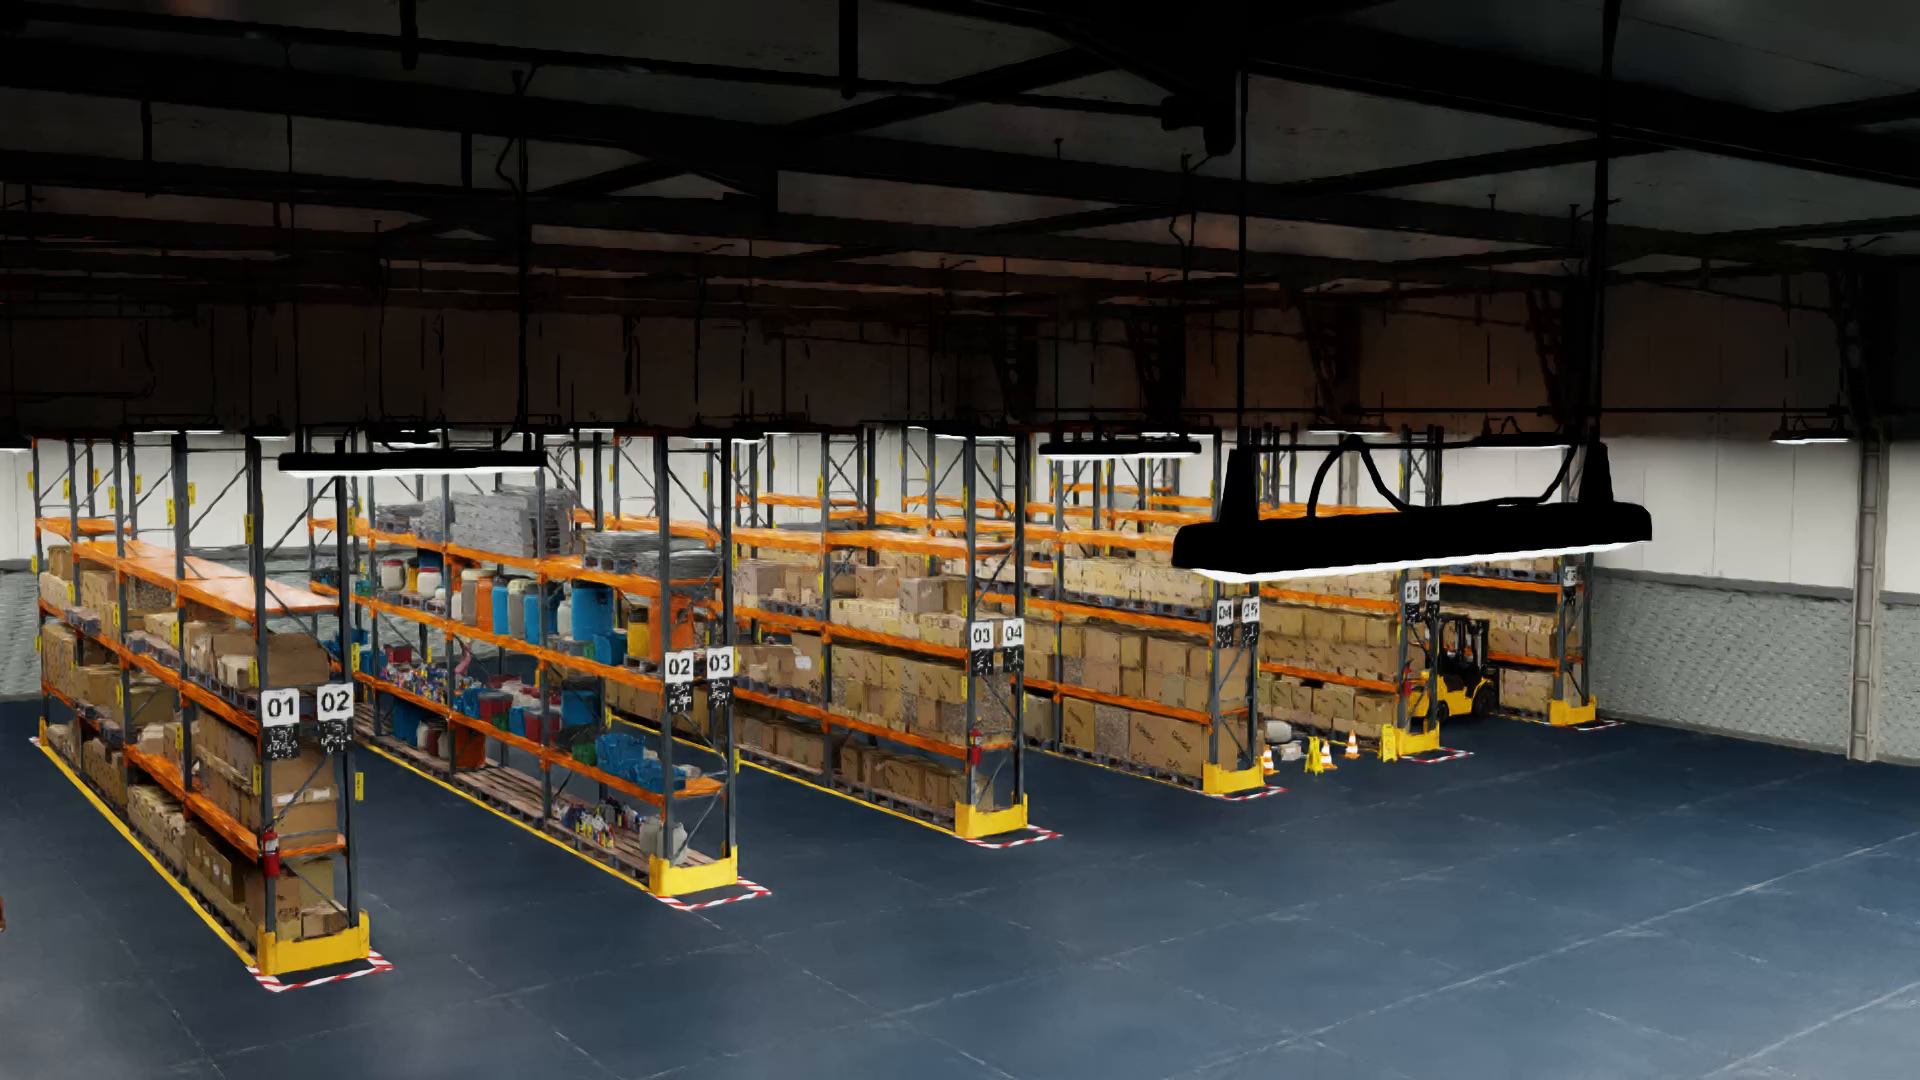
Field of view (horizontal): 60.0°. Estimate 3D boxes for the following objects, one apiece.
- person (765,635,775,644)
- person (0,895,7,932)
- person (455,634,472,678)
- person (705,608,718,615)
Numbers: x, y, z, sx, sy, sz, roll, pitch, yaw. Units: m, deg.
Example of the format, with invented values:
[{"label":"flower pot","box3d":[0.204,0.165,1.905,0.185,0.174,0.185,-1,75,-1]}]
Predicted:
[{"label":"person","box3d":[-3.883,2.799,33.897,0.569,1.718,0.628,0,4,-6]},{"label":"person","box3d":[-10.457,4.142,17.626,0.622,1.617,0.649,-3,5,-32]},{"label":"person","box3d":[-11.635,2.437,38.895,0.437,1.667,0.623,0,4,-4]},{"label":"person","box3d":[-6.133,2.203,41.097,0.535,1.784,0.703,0,4,-5]}]
